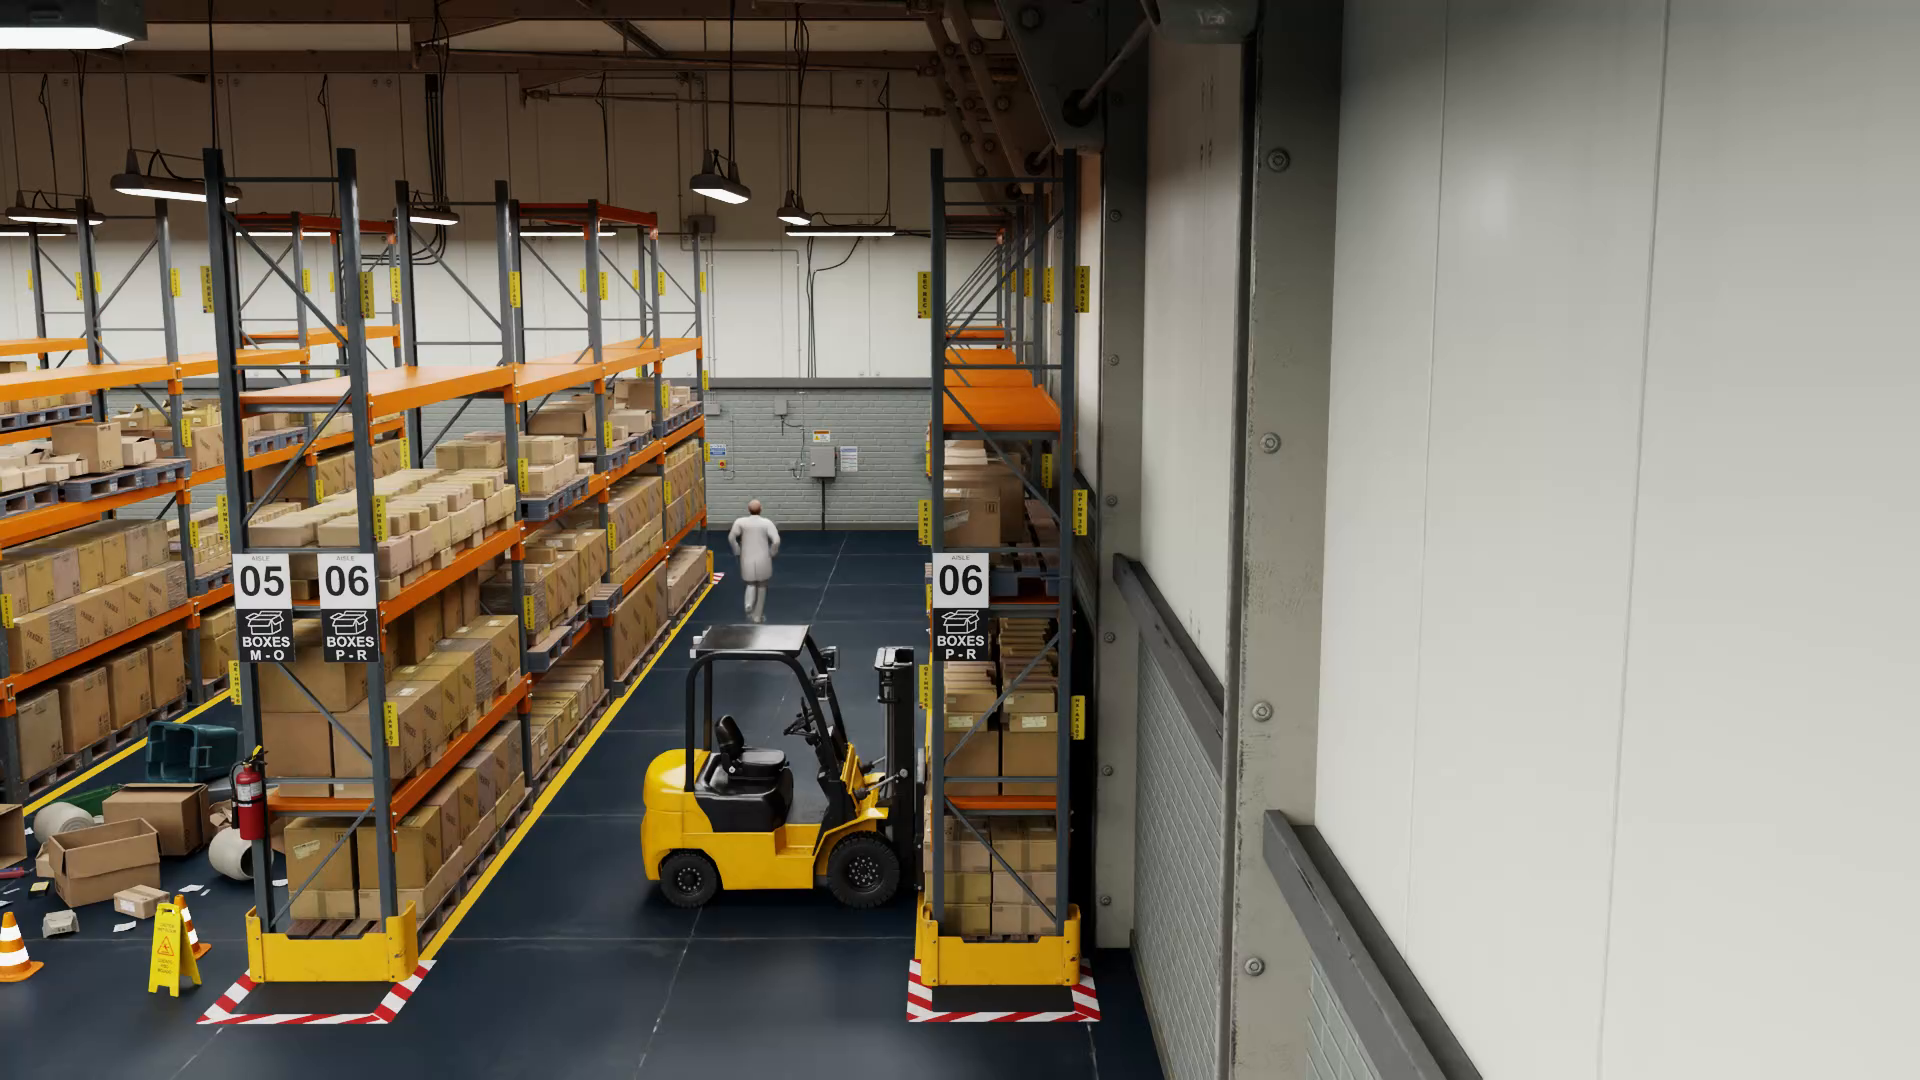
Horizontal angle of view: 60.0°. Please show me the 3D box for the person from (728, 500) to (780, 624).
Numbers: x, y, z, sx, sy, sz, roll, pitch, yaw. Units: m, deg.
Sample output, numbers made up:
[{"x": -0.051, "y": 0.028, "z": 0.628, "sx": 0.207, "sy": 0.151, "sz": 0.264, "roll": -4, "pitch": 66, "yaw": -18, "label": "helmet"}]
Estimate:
[{"x": -2.865, "y": 0.311, "z": 23.261, "sx": 0.736, "sy": 1.758, "sz": 0.628, "roll": 0, "pitch": 9, "yaw": 0, "label": "person"}]
